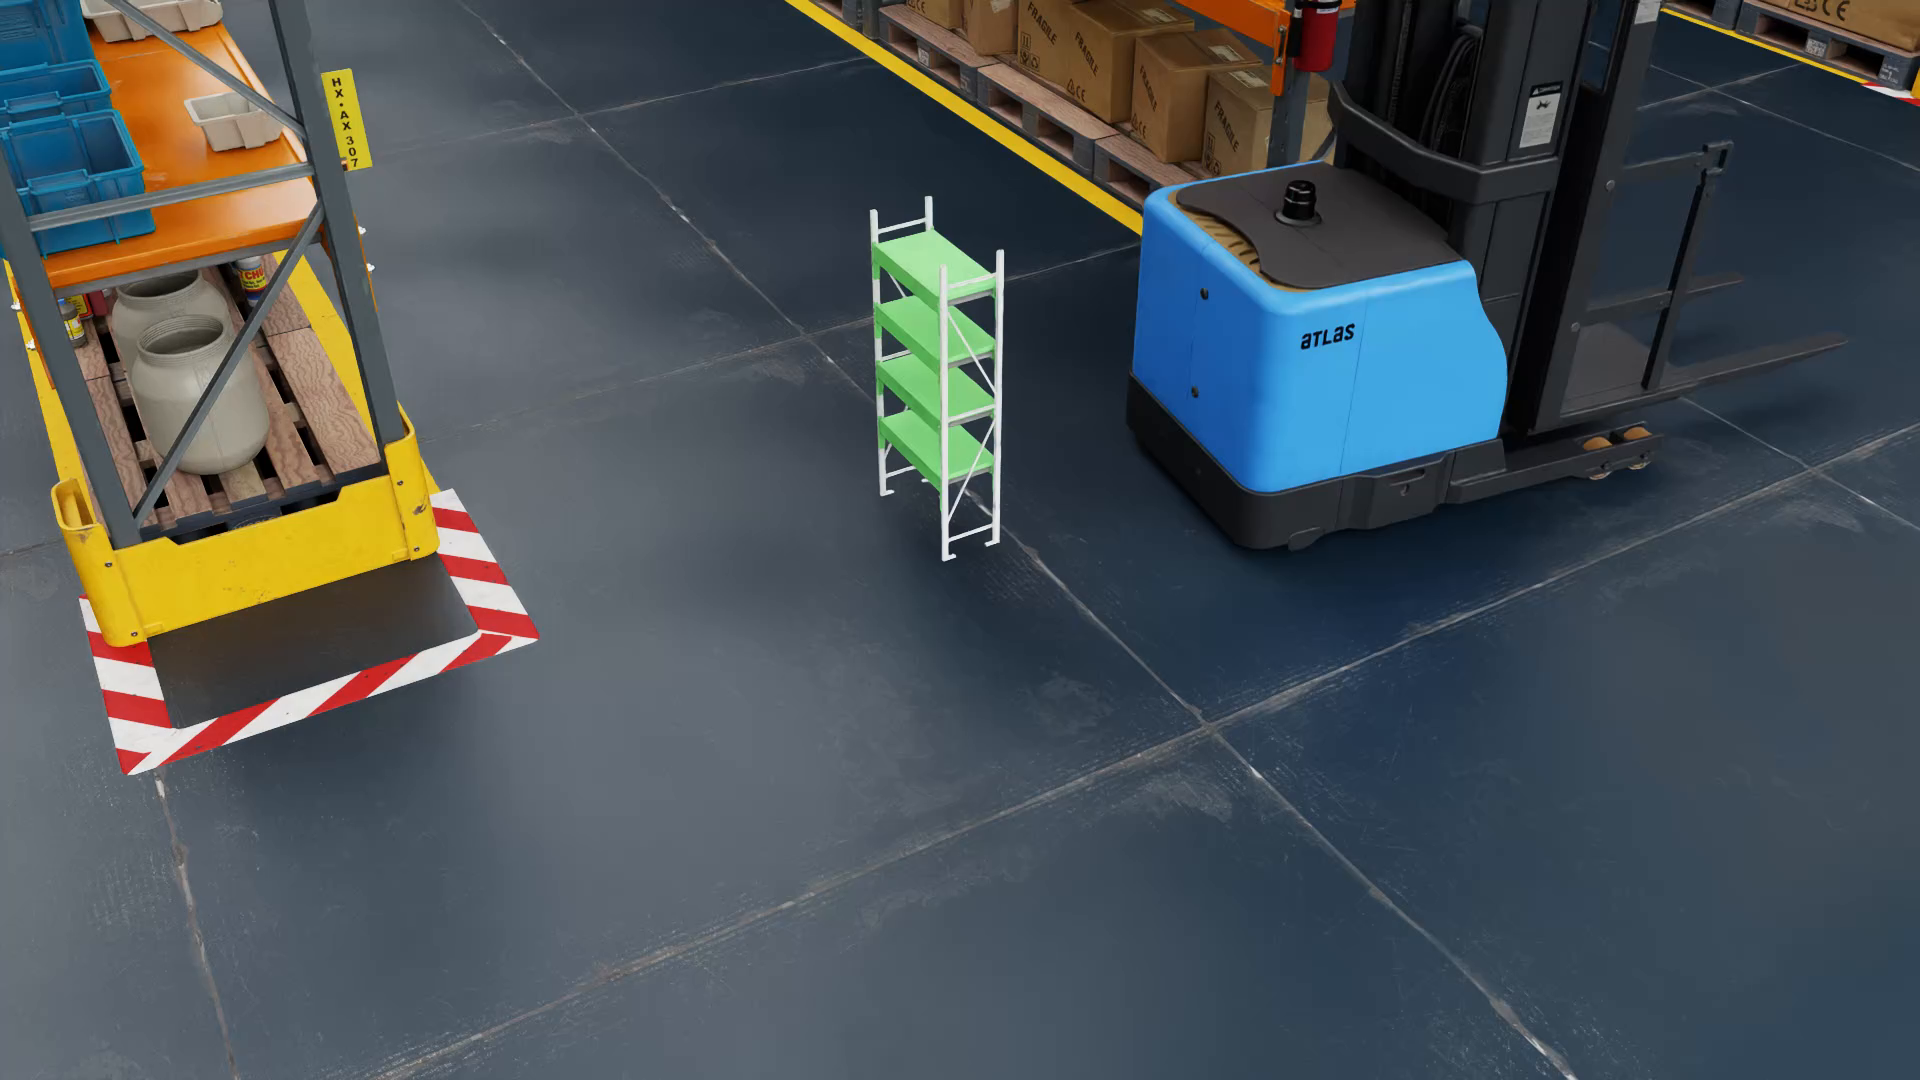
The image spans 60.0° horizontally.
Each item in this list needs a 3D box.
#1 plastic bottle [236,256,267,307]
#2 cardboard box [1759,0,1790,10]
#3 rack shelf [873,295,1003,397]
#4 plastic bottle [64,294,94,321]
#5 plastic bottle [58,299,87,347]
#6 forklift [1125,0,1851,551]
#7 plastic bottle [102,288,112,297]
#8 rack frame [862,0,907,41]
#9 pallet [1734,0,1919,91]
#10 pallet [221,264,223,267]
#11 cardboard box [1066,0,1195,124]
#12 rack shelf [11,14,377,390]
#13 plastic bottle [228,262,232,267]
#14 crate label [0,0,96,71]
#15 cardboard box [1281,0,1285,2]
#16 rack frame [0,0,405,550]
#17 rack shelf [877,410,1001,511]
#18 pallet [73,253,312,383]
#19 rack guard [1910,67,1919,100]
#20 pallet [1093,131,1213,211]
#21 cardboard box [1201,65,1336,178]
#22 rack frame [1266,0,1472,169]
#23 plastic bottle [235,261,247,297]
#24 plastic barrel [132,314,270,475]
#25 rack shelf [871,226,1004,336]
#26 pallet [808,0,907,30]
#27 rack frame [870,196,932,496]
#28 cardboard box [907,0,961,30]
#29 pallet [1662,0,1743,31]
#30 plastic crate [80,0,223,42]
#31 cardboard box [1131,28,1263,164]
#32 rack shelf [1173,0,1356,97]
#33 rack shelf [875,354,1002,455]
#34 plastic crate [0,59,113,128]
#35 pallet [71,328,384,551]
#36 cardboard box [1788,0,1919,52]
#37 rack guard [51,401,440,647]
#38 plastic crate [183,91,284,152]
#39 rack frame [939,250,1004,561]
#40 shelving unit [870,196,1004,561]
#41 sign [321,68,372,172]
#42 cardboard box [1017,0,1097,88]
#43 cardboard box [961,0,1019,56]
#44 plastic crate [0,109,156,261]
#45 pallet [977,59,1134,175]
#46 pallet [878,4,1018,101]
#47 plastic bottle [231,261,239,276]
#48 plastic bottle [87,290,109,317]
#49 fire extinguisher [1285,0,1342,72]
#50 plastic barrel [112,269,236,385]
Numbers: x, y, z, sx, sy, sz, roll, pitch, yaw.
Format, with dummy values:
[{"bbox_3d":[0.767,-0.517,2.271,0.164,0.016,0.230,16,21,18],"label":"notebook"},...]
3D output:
[{"bbox_3d":[-3.076,-1.156,7.229,0.097,0.271,0.097,0,36,0],"label":"plastic bottle"},{"bbox_3d":[5.345,-4.034,10.676,0.875,0.875,0.875,-20,40,-25],"label":"cardboard box"},{"bbox_3d":[-0.083,-0.711,5.908,0.258,0.148,0.480,-19,40,-24],"label":"rack shelf"},{"bbox_3d":[-3.840,-1.084,7.127,0.152,0.276,0.135,-19,40,-24],"label":"plastic bottle"},{"bbox_3d":[-3.737,-0.917,6.962,0.097,0.201,0.097,0,36,0],"label":"plastic bottle"},{"bbox_3d":[2.243,-1.696,6.087,3.031,2.935,1.130,-14,38,-18],"label":"forklift"},{"bbox_3d":[-3.811,-1.171,7.309,0.097,0.201,0.097,0,36,0],"label":"plastic bottle"},{"bbox_3d":[-0.162,-4.570,9.964,1.000,3.000,0.127,-19,40,-24],"label":"rack frame"},{"bbox_3d":[5.717,-3.207,10.462,1.003,0.211,1.213,-19,40,-24],"label":"pallet"},{"bbox_3d":[-4.143,-1.622,8.291,1.003,0.211,1.213,-19,40,-24],"label":"pallet"},{"bbox_3d":[0.920,-2.634,9.076,0.500,0.500,0.500,-15,39,-20],"label":"cardboard box"},{"bbox_3d":[-3.440,-1.792,6.770,1.077,0.370,4.000,-19,40,-24],"label":"rack shelf"},{"bbox_3d":[-3.299,-1.381,7.538,0.097,0.271,0.097,0,36,0],"label":"plastic bottle"},{"bbox_3d":[-3.594,-1.935,6.327,0.502,0.435,0.616,-19,40,-24],"label":"crate label"},{"bbox_3d":[1.526,-2.513,7.361,0.380,0.149,0.250,-19,40,-24],"label":"cardboard box"},{"bbox_3d":[-2.435,-1.063,5.162,1.000,3.000,0.127,-19,40,-24],"label":"rack frame"},{"bbox_3d":[-0.083,-0.324,6.191,0.258,0.148,0.480,-19,40,-24],"label":"rack shelf"},{"bbox_3d":[-3.526,-0.999,7.439,1.003,0.211,1.213,-19,40,-24],"label":"pallet"},{"bbox_3d":[6.199,-2.927,9.834,1.175,0.500,0.348,-19,40,-24],"label":"rack guard"},{"bbox_3d":[1.432,-1.868,8.628,1.003,0.211,1.213,-19,40,-24],"label":"pallet"},{"bbox_3d":[1.548,-2.014,8.228,0.500,0.500,0.500,-12,38,-16],"label":"cardboard box"},{"bbox_3d":[1.847,-2.530,7.171,1.000,3.000,0.127,-19,40,-24],"label":"rack frame"},{"bbox_3d":[-3.129,-1.180,7.322,0.097,0.201,0.097,0,36,0],"label":"plastic bottle"},{"bbox_3d":[-2.832,-0.541,6.200,0.421,0.512,0.421,0,36,0],"label":"plastic barrel"},{"bbox_3d":[-0.083,-0.905,5.766,0.258,0.148,0.480,-19,40,-24],"label":"rack shelf"},{"bbox_3d":[-0.555,-3.841,11.330,1.003,0.211,1.213,-19,40,-24],"label":"pallet"},{"bbox_3d":[-0.206,-0.693,6.182,0.240,1.200,0.015,-19,40,-24],"label":"rack frame"},{"bbox_3d":[0.004,-3.515,10.282,0.500,0.500,0.500,-20,41,-25],"label":"cardboard box"},{"bbox_3d":[5.109,-3.829,11.313,1.003,0.211,1.213,-19,40,-24],"label":"pallet"},{"bbox_3d":[-3.410,-2.243,7.002,0.530,0.136,0.437,-19,40,-24],"label":"plastic crate"},{"bbox_3d":[1.218,-2.309,8.631,0.500,0.500,0.500,-9,37,-12],"label":"cardboard box"},{"bbox_3d":[0.843,-3.260,8.780,1.077,0.370,4.000,-19,40,-24],"label":"rack shelf"},{"bbox_3d":[-0.083,-0.517,6.049,0.258,0.148,0.480,-19,40,-24],"label":"rack shelf"},{"bbox_3d":[-3.267,-1.502,5.889,0.499,0.251,0.408,-19,40,-24],"label":"plastic crate"},{"bbox_3d":[-2.917,-0.377,6.588,1.003,0.211,1.213,-19,40,-24],"label":"pallet"},{"bbox_3d":[5.789,-3.586,10.063,0.875,0.875,0.875,-19,40,-24],"label":"cardboard box"},{"bbox_3d":[-2.514,-0.078,5.933,1.175,0.500,0.348,-19,40,-24],"label":"rack guard"},{"bbox_3d":[-2.606,-1.508,5.995,0.298,0.136,0.250,-19,40,-24],"label":"plastic crate"},{"bbox_3d":[0.039,-0.445,5.841,0.240,1.200,0.015,-19,40,-24],"label":"rack frame"},{"bbox_3d":[-0.083,-0.569,6.012,0.258,1.200,0.503,-19,40,-24],"label":"shelving unit"},{"bbox_3d":[-1.957,-1.335,5.300,0.100,0.325,0.005,-19,40,-24],"label":"sign"},{"bbox_3d":[0.678,-2.931,9.484,0.500,0.500,0.500,-23,42,-28],"label":"cardboard box"},{"bbox_3d":[0.299,-3.225,9.885,0.500,0.500,0.500,-7,37,-9],"label":"cardboard box"},{"bbox_3d":[-2.945,-1.169,5.434,0.499,0.251,0.616,-19,40,-24],"label":"plastic crate"},{"bbox_3d":[0.823,-2.489,9.479,1.003,0.211,1.213,-19,40,-24],"label":"pallet"},{"bbox_3d":[0.206,-3.112,10.332,1.003,0.211,1.213,-19,40,-24],"label":"pallet"},{"bbox_3d":[-3.249,-1.330,7.468,0.097,0.271,0.097,0,36,0],"label":"plastic bottle"},{"bbox_3d":[-3.748,-1.119,7.168,0.061,0.283,0.133,-19,40,-24],"label":"plastic bottle"},{"bbox_3d":[1.507,-2.304,6.927,0.296,0.674,0.183,-19,40,-24],"label":"fire extinguisher"},{"bbox_3d":[-3.084,-0.796,6.550,0.421,0.512,0.421,0,36,0],"label":"plastic barrel"}]
